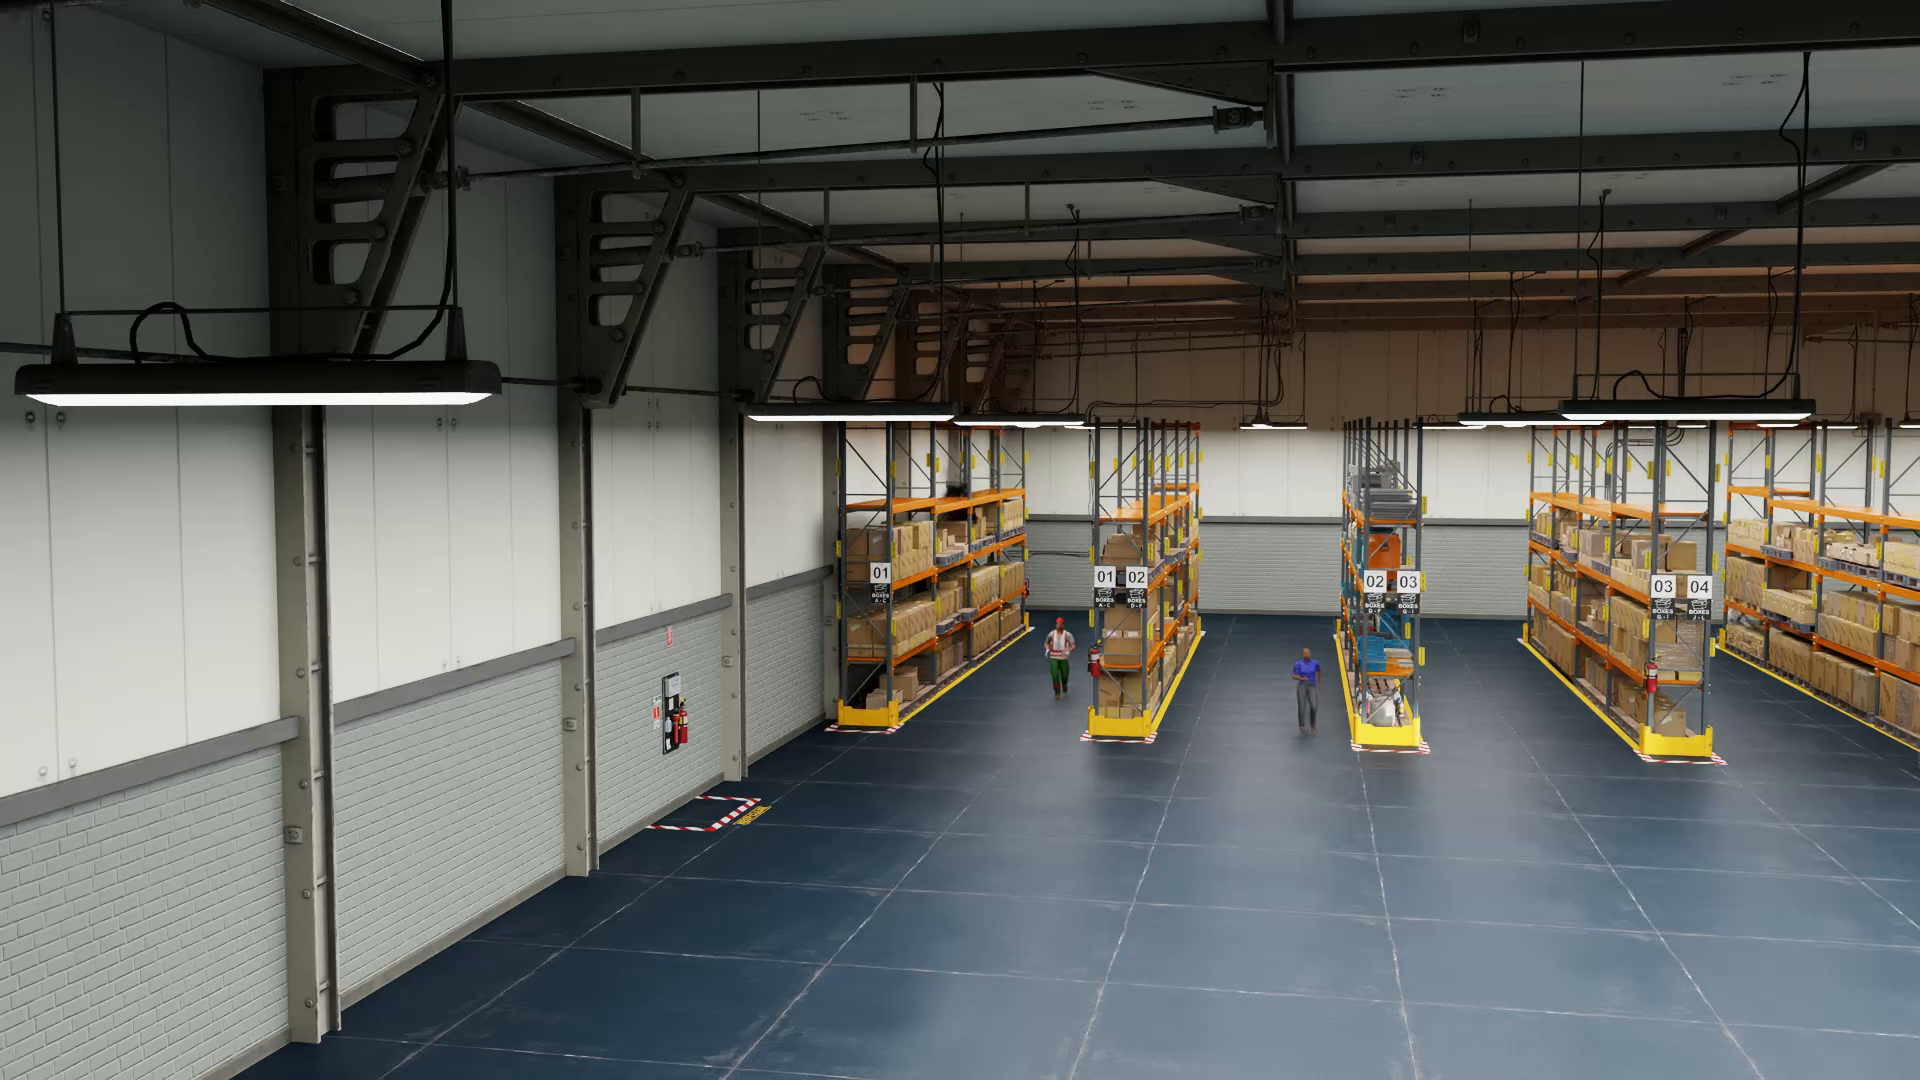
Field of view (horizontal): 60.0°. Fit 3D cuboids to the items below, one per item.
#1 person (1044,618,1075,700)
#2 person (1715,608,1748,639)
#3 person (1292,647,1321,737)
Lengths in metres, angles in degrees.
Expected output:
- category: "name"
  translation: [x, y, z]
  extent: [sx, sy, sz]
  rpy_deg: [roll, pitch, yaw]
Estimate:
- category: "person"
  translation: [2.128, 2.538, 35.664]
  extent: [0.659, 1.742, 0.697]
  rpy_deg: [1, 4, 9]
- category: "person"
  translation: [21.094, 1.881, 45.397]
  extent: [0.759, 1.720, 0.992]
  rpy_deg: [-3, 5, -41]
- category: "person"
  translation: [6.555, 2.874, 31.406]
  extent: [0.585, 1.683, 0.683]
  rpy_deg: [0, 4, 4]
